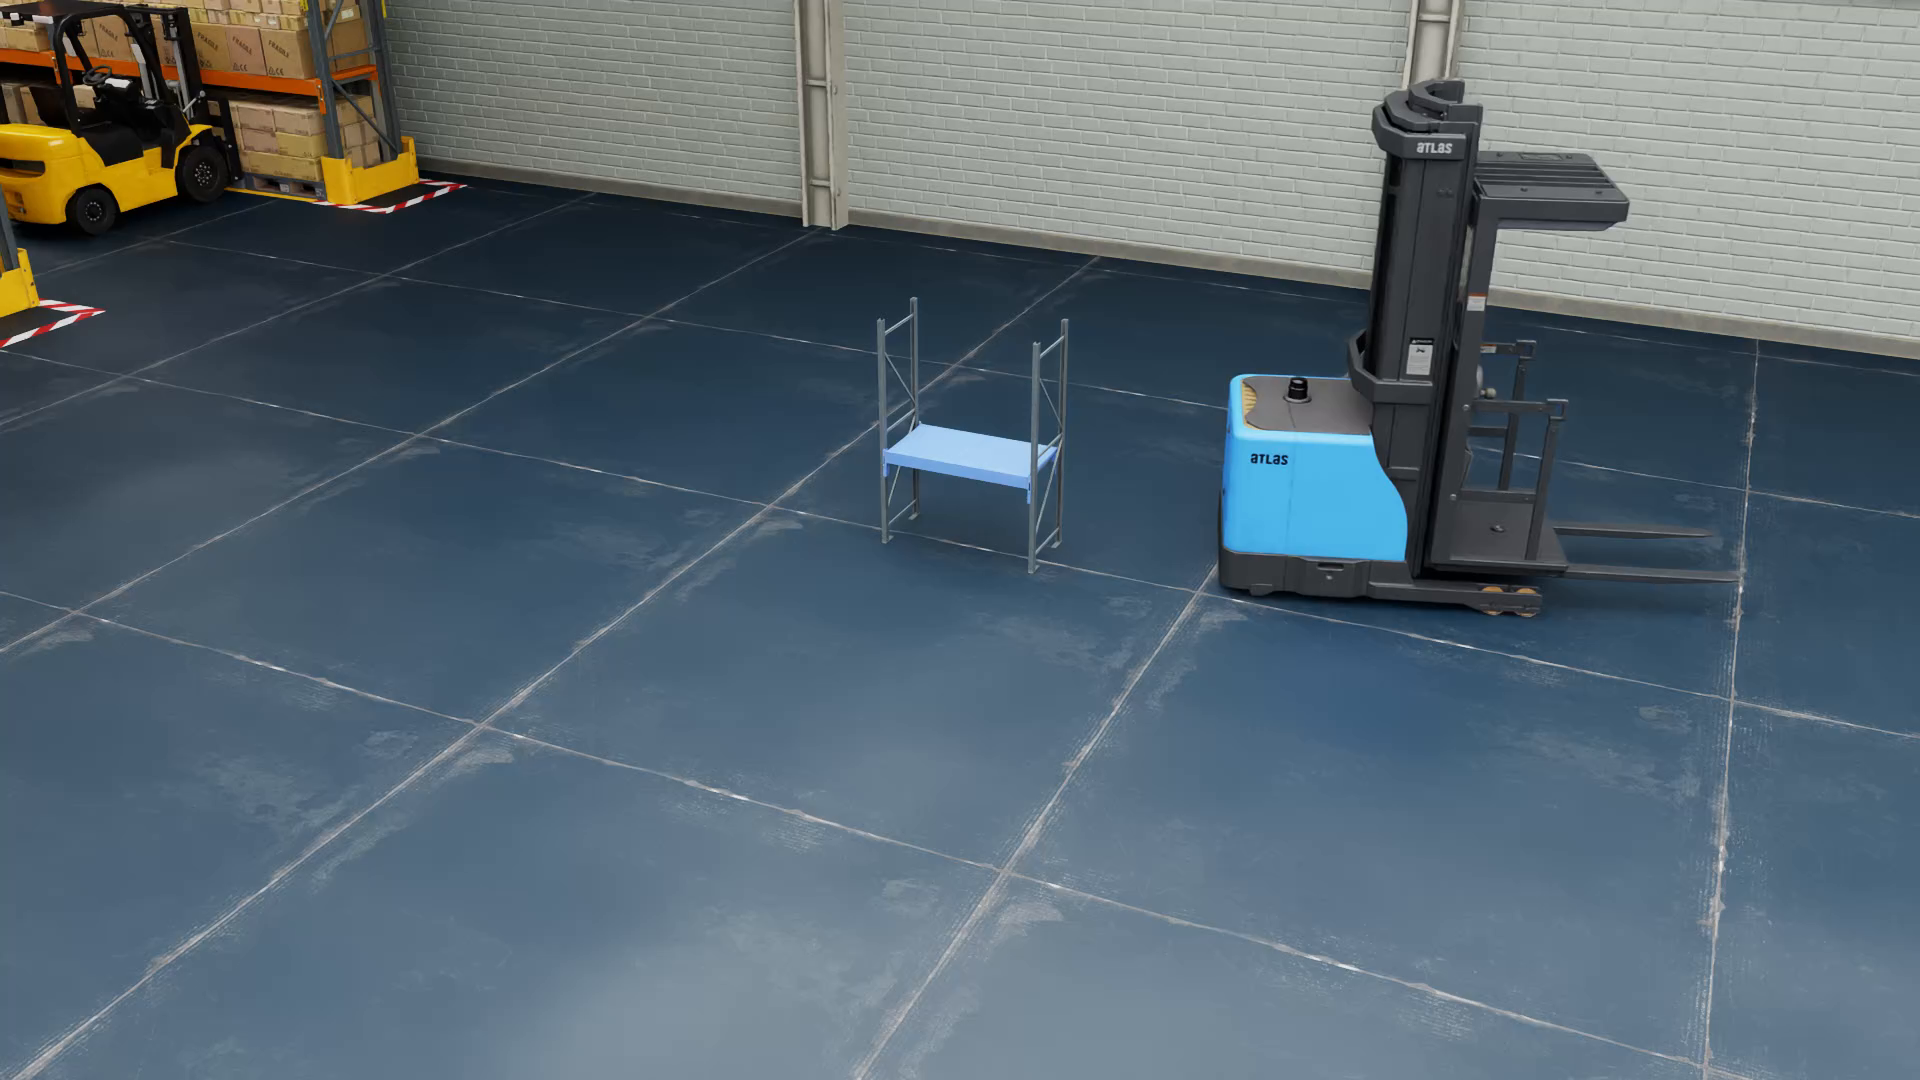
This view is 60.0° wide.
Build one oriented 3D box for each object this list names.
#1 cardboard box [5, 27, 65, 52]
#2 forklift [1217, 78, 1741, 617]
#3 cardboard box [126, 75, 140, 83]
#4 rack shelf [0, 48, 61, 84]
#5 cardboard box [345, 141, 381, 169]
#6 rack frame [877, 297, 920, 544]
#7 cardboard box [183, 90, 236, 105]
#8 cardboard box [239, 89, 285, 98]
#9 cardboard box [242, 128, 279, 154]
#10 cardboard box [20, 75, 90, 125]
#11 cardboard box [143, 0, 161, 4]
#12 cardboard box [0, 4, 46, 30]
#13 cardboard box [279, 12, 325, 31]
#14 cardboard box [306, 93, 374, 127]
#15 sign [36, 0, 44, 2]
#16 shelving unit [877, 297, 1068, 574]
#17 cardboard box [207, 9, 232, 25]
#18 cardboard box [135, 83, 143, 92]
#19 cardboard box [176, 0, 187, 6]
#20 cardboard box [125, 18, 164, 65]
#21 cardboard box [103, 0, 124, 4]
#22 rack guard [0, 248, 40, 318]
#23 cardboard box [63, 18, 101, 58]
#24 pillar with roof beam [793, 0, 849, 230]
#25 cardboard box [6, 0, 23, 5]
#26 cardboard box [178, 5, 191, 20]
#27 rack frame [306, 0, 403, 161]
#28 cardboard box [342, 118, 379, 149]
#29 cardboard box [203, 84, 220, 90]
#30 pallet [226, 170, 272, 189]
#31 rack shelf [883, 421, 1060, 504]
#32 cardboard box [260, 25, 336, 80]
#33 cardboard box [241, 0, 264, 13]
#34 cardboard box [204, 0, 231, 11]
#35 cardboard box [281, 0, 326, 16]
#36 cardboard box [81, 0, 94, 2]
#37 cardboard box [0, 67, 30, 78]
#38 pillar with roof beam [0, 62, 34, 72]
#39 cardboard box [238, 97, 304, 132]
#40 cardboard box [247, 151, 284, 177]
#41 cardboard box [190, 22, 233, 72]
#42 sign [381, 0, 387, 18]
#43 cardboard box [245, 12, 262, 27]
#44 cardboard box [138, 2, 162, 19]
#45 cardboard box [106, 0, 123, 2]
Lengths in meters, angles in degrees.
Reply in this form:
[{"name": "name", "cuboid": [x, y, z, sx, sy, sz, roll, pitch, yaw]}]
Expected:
[{"name": "cardboard box", "cuboid": [-10.815, -5.921, 19.551, 0.500, 0.250, 0.500, 12, 29, 23]}, {"name": "forklift", "cuboid": [3.130, -1.110, 9.686, 3.031, 2.935, 1.130, 3, 26, 7]}, {"name": "cardboard box", "cuboid": [-9.720, -5.393, 19.813, 0.500, 0.250, 0.500, 12, 29, 23]}, {"name": "rack shelf", "cuboid": [-12.069, -6.045, 20.446, 4.000, 0.370, 1.077, 11, 28, 22]}, {"name": "cardboard box", "cuboid": [-6.973, -4.394, 18.915, 0.500, 0.250, 0.500, 11, 28, 22]}, {"name": "rack frame", "cuboid": [-0.385, -0.750, 10.576, 0.032, 1.500, 0.500, 11, 28, 22]}, {"name": "cardboard box", "cuboid": [-8.544, -4.907, 18.827, 0.500, 0.250, 0.500, 11, 28, 21]}, {"name": "cardboard box", "cuboid": [-7.873, -5.023, 19.063, 0.500, 0.250, 0.500, 11, 28, 21]}, {"name": "cardboard box", "cuboid": [-7.631, -4.509, 18.583, 0.500, 0.250, 0.500, 11, 28, 21]}, {"name": "cardboard box", "cuboid": [-10.728, -5.216, 20.161, 0.625, 0.625, 0.875, 13, 29, 24]}, {"name": "cardboard box", "cuboid": [-8.875, -6.090, 18.539, 0.250, 0.149, 0.380, 11, 28, 22]}, {"name": "cardboard box", "cuboid": [-10.801, -6.146, 19.440, 0.500, 0.250, 0.500, 11, 28, 21]}, {"name": "cardboard box", "cuboid": [-7.038, -5.557, 17.793, 0.250, 0.149, 0.380, 12, 29, 23]}, {"name": "cardboard box", "cuboid": [-6.966, -4.838, 18.685, 0.500, 0.250, 0.500, 11, 28, 21]}, {"name": "sign", "cuboid": [-10.464, -6.266, 18.859, 0.005, 0.325, 0.100, 11, 28, 22]}, {"name": "shelving unit", "cuboid": [0.078, -0.657, 10.387, 1.048, 1.500, 0.538, 11, 28, 22]}, {"name": "cardboard box", "cuboid": [-7.978, -5.743, 18.172, 0.250, 0.149, 0.380, 10, 28, 20]}, {"name": "cardboard box", "cuboid": [-9.476, -5.093, 19.204, 0.500, 0.250, 0.500, 11, 28, 22]}, {"name": "cardboard box", "cuboid": [-8.419, -5.998, 18.353, 0.250, 0.149, 0.380, 12, 29, 23]}, {"name": "cardboard box", "cuboid": [-9.010, -5.680, 18.777, 0.500, 0.500, 0.500, 11, 28, 21]}, {"name": "cardboard box", "cuboid": [-9.388, -6.015, 18.724, 0.250, 0.149, 0.380, 12, 29, 23]}, {"name": "rack guard", "cuboid": [-8.727, -2.166, 14.584, 0.348, 0.500, 1.175, 11, 28, 22]}, {"name": "cardboard box", "cuboid": [-9.952, -5.860, 19.144, 0.500, 0.500, 0.500, 11, 28, 20]}, {"name": "pillar with roof beam", "cuboid": [-3.188, -5.623, 11.984, 0.400, 9.000, 9.100, 11, 28, 22]}, {"name": "cardboard box", "cuboid": [-10.893, -6.351, 19.405, 0.250, 0.149, 0.380, 11, 28, 21]}, {"name": "cardboard box", "cuboid": [-8.406, -5.863, 18.416, 0.250, 0.149, 0.380, 11, 28, 21]}, {"name": "rack frame", "cuboid": [-6.607, -5.270, 18.059, 0.127, 3.000, 1.000, 11, 28, 22]}, {"name": "cardboard box", "cuboid": [-6.949, -4.619, 18.807, 0.500, 0.250, 0.500, 12, 29, 23]}, {"name": "cardboard box", "cuboid": [-8.798, -5.208, 19.438, 0.500, 0.250, 0.500, 12, 28, 22]}, {"name": "pallet", "cuboid": [-8.427, -4.366, 19.379, 1.213, 0.211, 1.003, 11, 28, 22]}, {"name": "rack shelf", "cuboid": [0.078, -0.496, 10.467, 1.000, 0.185, 0.538, 11, 28, 22]}, {"name": "cardboard box", "cuboid": [-7.163, -5.300, 18.005, 0.500, 0.500, 0.500, 11, 28, 21]}, {"name": "cardboard box", "cuboid": [-7.507, -5.790, 17.930, 0.250, 0.149, 0.380, 12, 29, 23]}, {"name": "cardboard box", "cuboid": [-7.986, -5.868, 18.089, 0.250, 0.149, 0.380, 12, 29, 23]}, {"name": "cardboard box", "cuboid": [-7.020, -5.720, 17.788, 0.250, 0.149, 0.380, 11, 28, 22]}, {"name": "cardboard box", "cuboid": [-9.830, -6.127, 18.951, 0.250, 0.149, 0.380, 12, 29, 23]}, {"name": "cardboard box", "cuboid": [-12.116, -5.497, 20.732, 0.625, 0.625, 0.875, 10, 28, 20]}, {"name": "pillar with roof beam", "cuboid": [-14.111, -7.818, 16.441, 0.400, 9.000, 9.100, 11, 28, 22]}, {"name": "cardboard box", "cuboid": [-7.622, -4.723, 18.454, 0.500, 0.250, 0.500, 12, 29, 23]}, {"name": "cardboard box", "cuboid": [-7.614, -4.279, 18.682, 0.500, 0.250, 0.500, 11, 28, 22]}, {"name": "cardboard box", "cuboid": [-8.099, -5.492, 18.395, 0.500, 0.500, 0.500, 11, 28, 21]}, {"name": "sign", "cuboid": [-6.372, -5.916, 18.301, 0.005, 0.325, 0.100, 11, 28, 22]}, {"name": "cardboard box", "cuboid": [-7.494, -5.664, 18.010, 0.250, 0.149, 0.380, 12, 29, 23]}, {"name": "cardboard box", "cuboid": [-8.913, -5.928, 18.547, 0.250, 0.149, 0.380, 10, 28, 20]}, {"name": "cardboard box", "cuboid": [-9.377, -6.150, 18.662, 0.250, 0.149, 0.380, 12, 29, 23]}]
